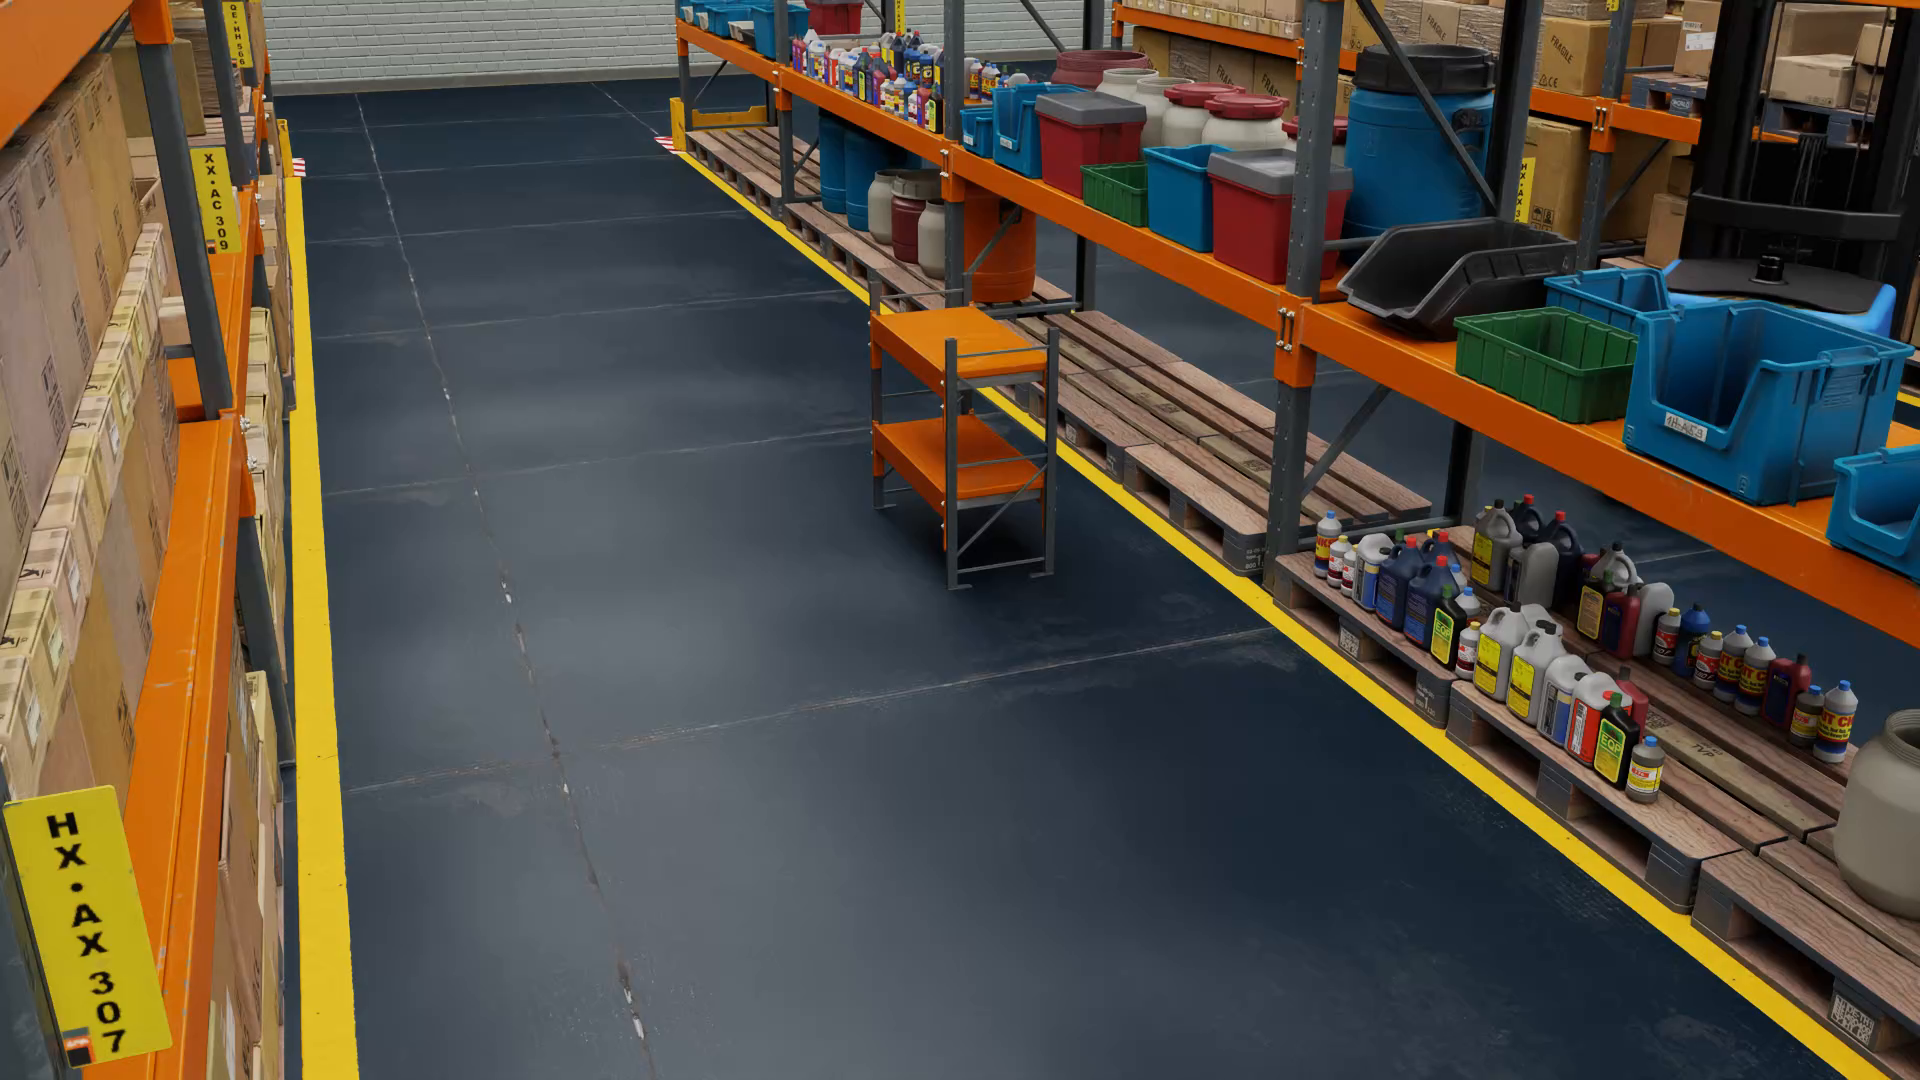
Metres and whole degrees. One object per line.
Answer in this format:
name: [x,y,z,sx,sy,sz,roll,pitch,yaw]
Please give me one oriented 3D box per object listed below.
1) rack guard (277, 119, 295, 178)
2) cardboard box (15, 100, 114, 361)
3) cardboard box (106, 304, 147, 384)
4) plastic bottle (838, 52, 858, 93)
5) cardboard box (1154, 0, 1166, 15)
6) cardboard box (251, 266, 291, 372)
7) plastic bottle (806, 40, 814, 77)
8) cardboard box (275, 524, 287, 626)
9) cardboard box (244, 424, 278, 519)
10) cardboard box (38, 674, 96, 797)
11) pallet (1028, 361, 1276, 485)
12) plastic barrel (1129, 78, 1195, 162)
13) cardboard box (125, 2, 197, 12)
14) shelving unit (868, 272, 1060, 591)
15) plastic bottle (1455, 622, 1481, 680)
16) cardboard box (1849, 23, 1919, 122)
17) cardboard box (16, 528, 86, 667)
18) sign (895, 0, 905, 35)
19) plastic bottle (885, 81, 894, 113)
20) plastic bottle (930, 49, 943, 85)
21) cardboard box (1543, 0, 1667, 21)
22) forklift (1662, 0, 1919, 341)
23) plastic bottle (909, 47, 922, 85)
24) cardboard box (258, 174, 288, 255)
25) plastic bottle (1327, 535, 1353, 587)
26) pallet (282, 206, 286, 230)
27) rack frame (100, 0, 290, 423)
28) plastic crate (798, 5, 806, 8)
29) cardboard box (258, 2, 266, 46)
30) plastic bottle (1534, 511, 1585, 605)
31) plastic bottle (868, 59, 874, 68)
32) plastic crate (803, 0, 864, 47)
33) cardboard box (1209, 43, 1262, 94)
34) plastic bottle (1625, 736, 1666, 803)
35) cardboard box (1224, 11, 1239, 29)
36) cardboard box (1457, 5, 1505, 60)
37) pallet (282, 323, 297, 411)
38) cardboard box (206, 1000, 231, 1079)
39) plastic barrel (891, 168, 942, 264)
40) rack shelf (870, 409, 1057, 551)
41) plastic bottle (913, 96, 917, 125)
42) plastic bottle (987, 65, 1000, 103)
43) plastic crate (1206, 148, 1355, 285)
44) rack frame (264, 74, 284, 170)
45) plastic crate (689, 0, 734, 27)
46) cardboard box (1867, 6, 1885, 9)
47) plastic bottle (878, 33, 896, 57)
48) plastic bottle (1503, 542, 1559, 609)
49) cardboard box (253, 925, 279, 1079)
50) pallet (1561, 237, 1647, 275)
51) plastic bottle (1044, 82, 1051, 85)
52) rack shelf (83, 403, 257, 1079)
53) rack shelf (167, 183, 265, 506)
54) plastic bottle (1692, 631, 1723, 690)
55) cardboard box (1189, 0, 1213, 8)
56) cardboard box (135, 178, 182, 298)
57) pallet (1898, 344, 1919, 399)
rack guard: [-7.043,-3.722,15.937,1.175,0.500,0.348,-8,24,-19]
cardboard box: [-2.312,-0.659,3.653,0.700,0.500,0.500,-8,24,-19]
cardboard box: [-2.176,-0.447,3.984,0.380,0.149,0.250,-8,24,-19]
plastic bottle: [-0.805,-3.428,12.180,0.152,0.276,0.135,-8,24,-19]
cardboard box: [2.292,-5.688,17.708,0.380,0.149,0.250,-9,24,-20]
cardboard box: [-4.137,-1.250,9.506,0.500,0.500,0.500,-7,24,-17]
plastic bottle: [-1.152,-3.752,12.955,0.097,0.271,0.097,0,23,0]
cardboard box: [-2.921,0.166,6.494,0.500,0.250,0.500,-8,24,-18]
cardboard box: [-3.099,-0.281,6.832,0.500,0.311,0.500,-9,25,-21]
cardboard box: [-1.760,0.505,2.562,0.700,0.500,0.500,-8,24,-18]
pallet: [1.056,-0.658,9.040,1.003,0.211,1.213,-8,24,-19]
plastic barrel: [1.104,-2.227,9.027,0.421,0.512,0.421,0,23,0]
cardboard box: [-5.396,-3.244,10.914,0.700,0.500,0.500,-5,23,-11]
shelving unit: [-0.002,-0.521,7.537,0.538,1.125,1.048,-8,24,-19]
plastic bottle: [1.846,0.392,5.994,0.097,0.201,0.097,0,23,0]
cardboard box: [5.740,-2.757,9.756,0.797,0.503,0.637,-6,24,-14]
cardboard box: [-1.624,0.117,2.647,0.380,0.149,0.250,-9,24,-20]
sign: [-0.506,-4.329,13.801,0.100,0.325,0.005,-8,24,-19]
plastic bottle: [-0.462,-3.010,11.286,0.097,0.201,0.097,0,23,0]
plastic bottle: [-0.143,-3.521,12.402,0.152,0.276,0.135,-8,24,-19]
cardboard box: [4.782,-4.129,12.263,0.797,0.503,0.637,-7,24,-17]
forklift: [4.384,-1.903,8.492,1.130,2.935,3.031,14,27,30]
plastic bottle: [-0.335,-3.579,12.546,0.097,0.271,0.097,0,23,0]
cardboard box: [-5.214,-2.359,12.136,0.500,0.500,0.500,-8,24,-19]
plastic bottle: [1.543,0.080,6.734,0.097,0.201,0.097,0,23,0]
pallet: [-5.898,-2.412,13.202,1.003,0.211,1.213,-8,24,-19]
rack frame: [-4.244,-1.994,8.620,1.000,3.000,0.127,-8,24,-19]
plastic crate: [-1.388,-4.679,15.065,0.437,0.282,0.530,-8,24,-19]
cardboard box: [-6.470,-4.634,14.754,0.500,0.500,0.500,-8,24,-19]
plastic bottle: [2.370,0.063,6.583,0.144,0.351,0.185,-10,25,-22]
plastic bottle: [-0.610,-3.247,11.741,0.061,0.283,0.133,-8,24,-19]
plastic crate: [-1.102,-4.542,14.505,0.402,0.464,0.583,-8,24,-19]
cardboard box: [3.136,-4.598,16.992,0.875,0.875,0.875,-8,24,-19]
plastic bottle: [2.159,0.714,5.231,0.097,0.201,0.097,0,23,0]
cardboard box: [2.834,-5.130,16.382,0.380,0.149,0.250,-8,24,-18]
cardboard box: [4.262,-3.914,13.045,0.500,0.500,0.500,-9,25,-21]
pallet: [-4.472,-0.986,9.818,1.003,0.211,1.213,-8,24,-19]
cardboard box: [-1.577,1.233,2.995,0.500,0.500,0.500,-8,24,-19]
plastic barrel: [-0.196,-2.341,12.006,0.600,0.588,0.708,-8,24,-19]
rack shelf: [-0.002,-0.295,7.632,0.538,0.278,1.000,-8,24,-19]
plastic bottle: [-0.256,-2.798,10.782,0.097,0.201,0.097,0,23,0]
plastic bottle: [0.234,-3.161,11.554,0.097,0.271,0.097,0,23,0]
plastic crate: [1.347,-1.383,7.086,0.402,0.464,0.583,-8,24,-19]
rack frame: [-7.070,-4.901,15.517,1.000,3.000,0.127,-8,24,-19]
plastic crate: [-2.423,-5.156,16.259,0.416,0.233,0.300,-8,24,-19]
cardboard box: [8.463,-4.847,15.171,0.380,0.149,0.250,-9,24,-20]
plastic bottle: [-0.580,-3.970,13.467,0.152,0.276,0.135,-8,24,-19]
plastic bottle: [2.240,0.127,6.528,0.152,0.276,0.135,-8,24,-19]
cardboard box: [-1.927,1.215,4.004,0.500,0.250,0.500,-8,24,-19]
pallet: [4.817,-2.364,13.087,1.003,0.211,1.213,-8,24,-19]
plastic bottle: [0.541,-2.817,10.732,0.152,0.276,0.135,-8,24,-19]
rack shelf: [-2.124,0.517,3.587,1.077,0.370,4.000,-8,24,-19]
rack shelf: [-3.537,-0.936,7.036,1.077,0.370,4.000,-8,24,-19]
plastic bottle: [2.677,0.422,5.922,0.097,0.201,0.097,0,23,0]
cardboard box: [2.669,-5.556,16.880,0.500,0.250,0.500,-9,24,-20]
cardboard box: [-3.273,-1.060,6.274,0.500,0.500,0.500,-7,24,-15]
pallet: [6.162,-0.897,9.606,1.003,0.211,1.213,-8,24,-19]
